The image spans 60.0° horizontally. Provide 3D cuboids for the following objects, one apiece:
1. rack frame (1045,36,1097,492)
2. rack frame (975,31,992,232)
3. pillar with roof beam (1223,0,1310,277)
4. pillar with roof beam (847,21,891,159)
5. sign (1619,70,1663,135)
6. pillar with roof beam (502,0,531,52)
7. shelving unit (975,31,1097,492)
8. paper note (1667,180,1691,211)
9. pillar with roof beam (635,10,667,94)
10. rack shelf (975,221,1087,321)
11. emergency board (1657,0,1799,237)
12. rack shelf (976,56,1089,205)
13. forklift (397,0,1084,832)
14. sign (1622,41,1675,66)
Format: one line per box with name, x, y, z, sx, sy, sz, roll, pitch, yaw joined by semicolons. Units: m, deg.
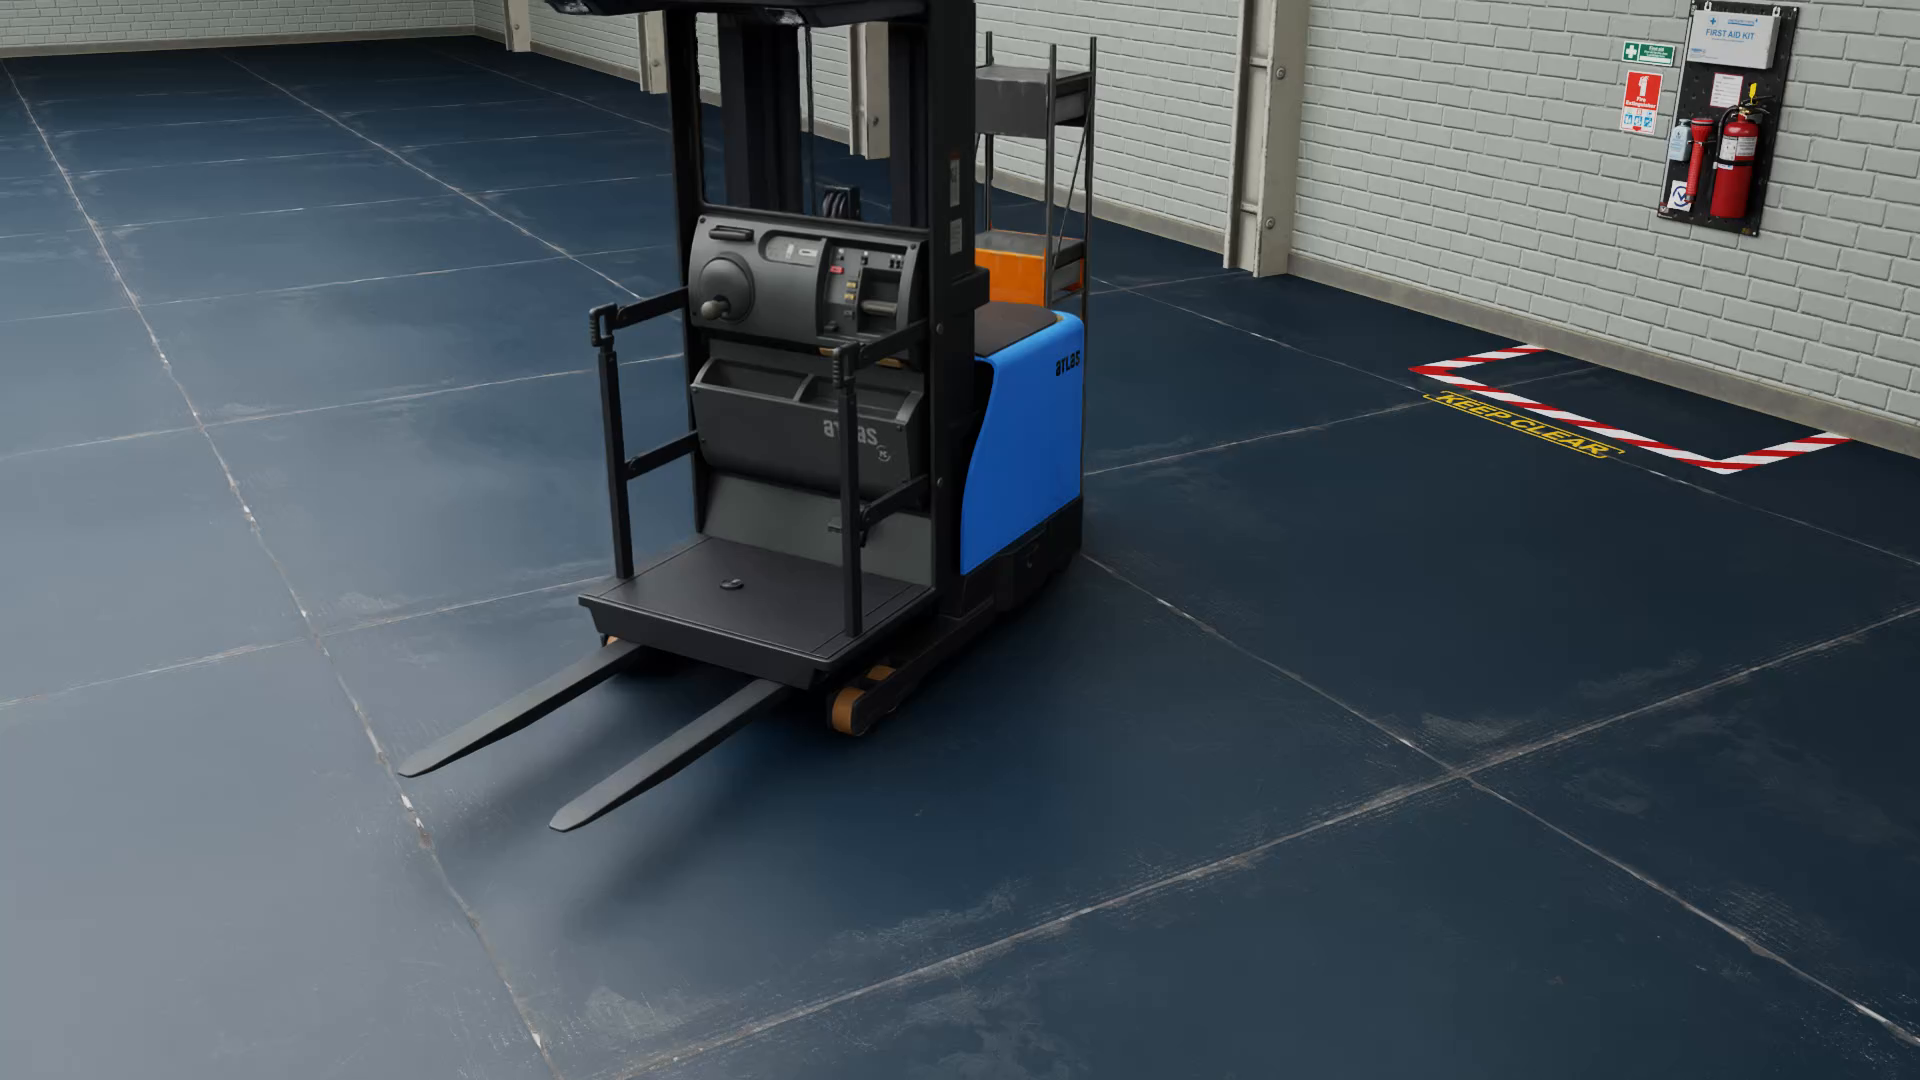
rack frame;0.455;-1.025;7.045;0.015;2.100;0.400;12;25;27
rack frame;0.032;-1.117;7.271;0.015;2.100;0.400;12;25;27
pillar with roof beam;-1.530;-5.322;8.453;9.100;9.000;0.400;-13;25;-28
pillar with roof beam;-4.595;-7.264;13.232;9.100;9.000;0.400;-13;25;-28
sign;3.812;-2.451;9.310;0.001;0.329;0.234;-13;25;-28
pillar with roof beam;-10.725;-11.148;22.789;9.100;9.000;0.400;-13;25;-28
shelving unit;0.243;-1.071;7.158;0.503;2.100;0.431;12;25;27
paper note;3.975;-1.898;9.167;0.016;0.148;0.142;-13;25;-28
pillar with roof beam;-7.660;-9.206;18.010;9.100;9.000;0.400;-13;25;-28
rack shelf;0.243;-1.058;7.163;0.480;0.518;0.431;12;25;27
emergency board;4.006;-2.235;8.828;0.194;1.169;0.643;-13;25;-28
rack shelf;0.243;-1.707;6.900;0.480;0.518;0.431;12;25;27
forklift;-0.654;-0.886;5.598;1.130;2.935;3.031;12;25;27
sign;3.807;-2.693;9.202;0.001;0.109;0.331;-13;25;-28
